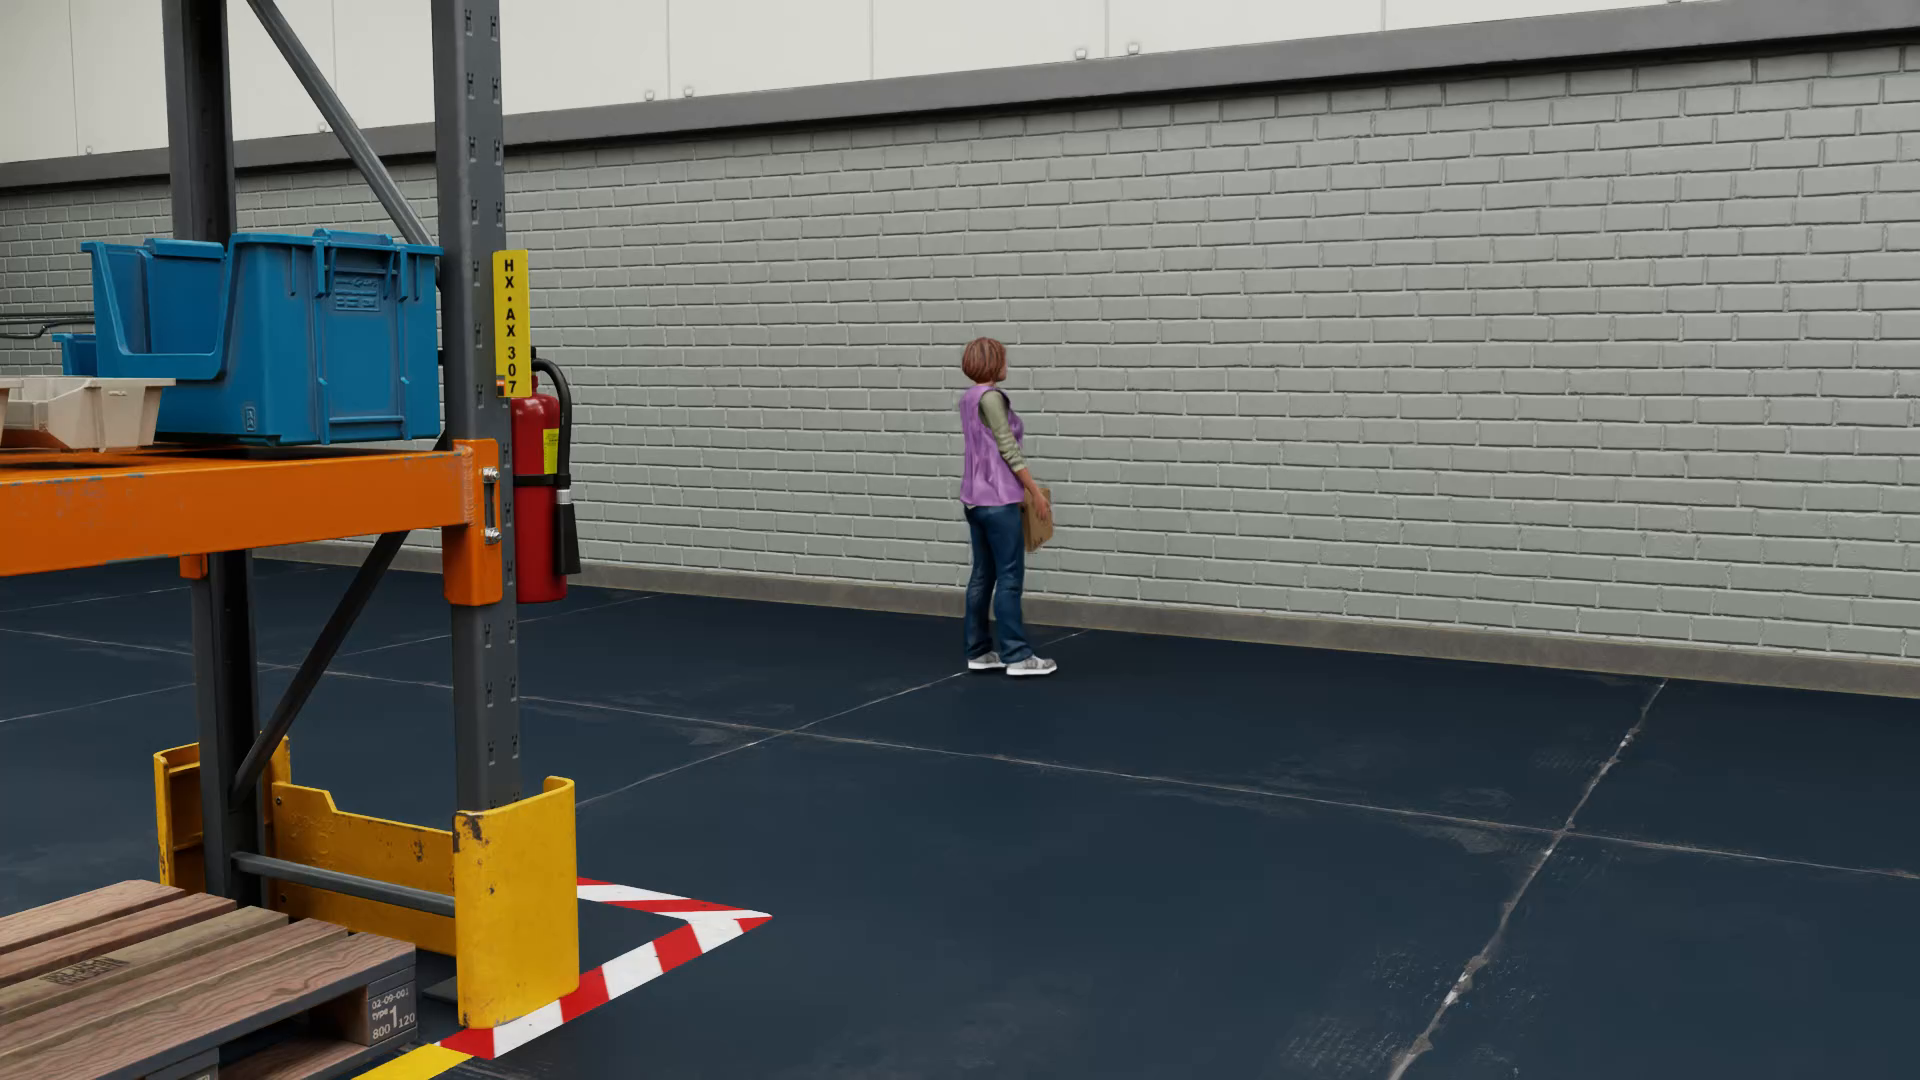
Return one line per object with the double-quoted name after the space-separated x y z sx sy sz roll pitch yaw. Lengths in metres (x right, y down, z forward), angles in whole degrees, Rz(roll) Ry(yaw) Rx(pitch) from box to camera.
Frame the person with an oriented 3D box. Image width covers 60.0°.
0.220 -0.162 7.939 0.437 1.604 0.433 -2 6 -17 "person"
